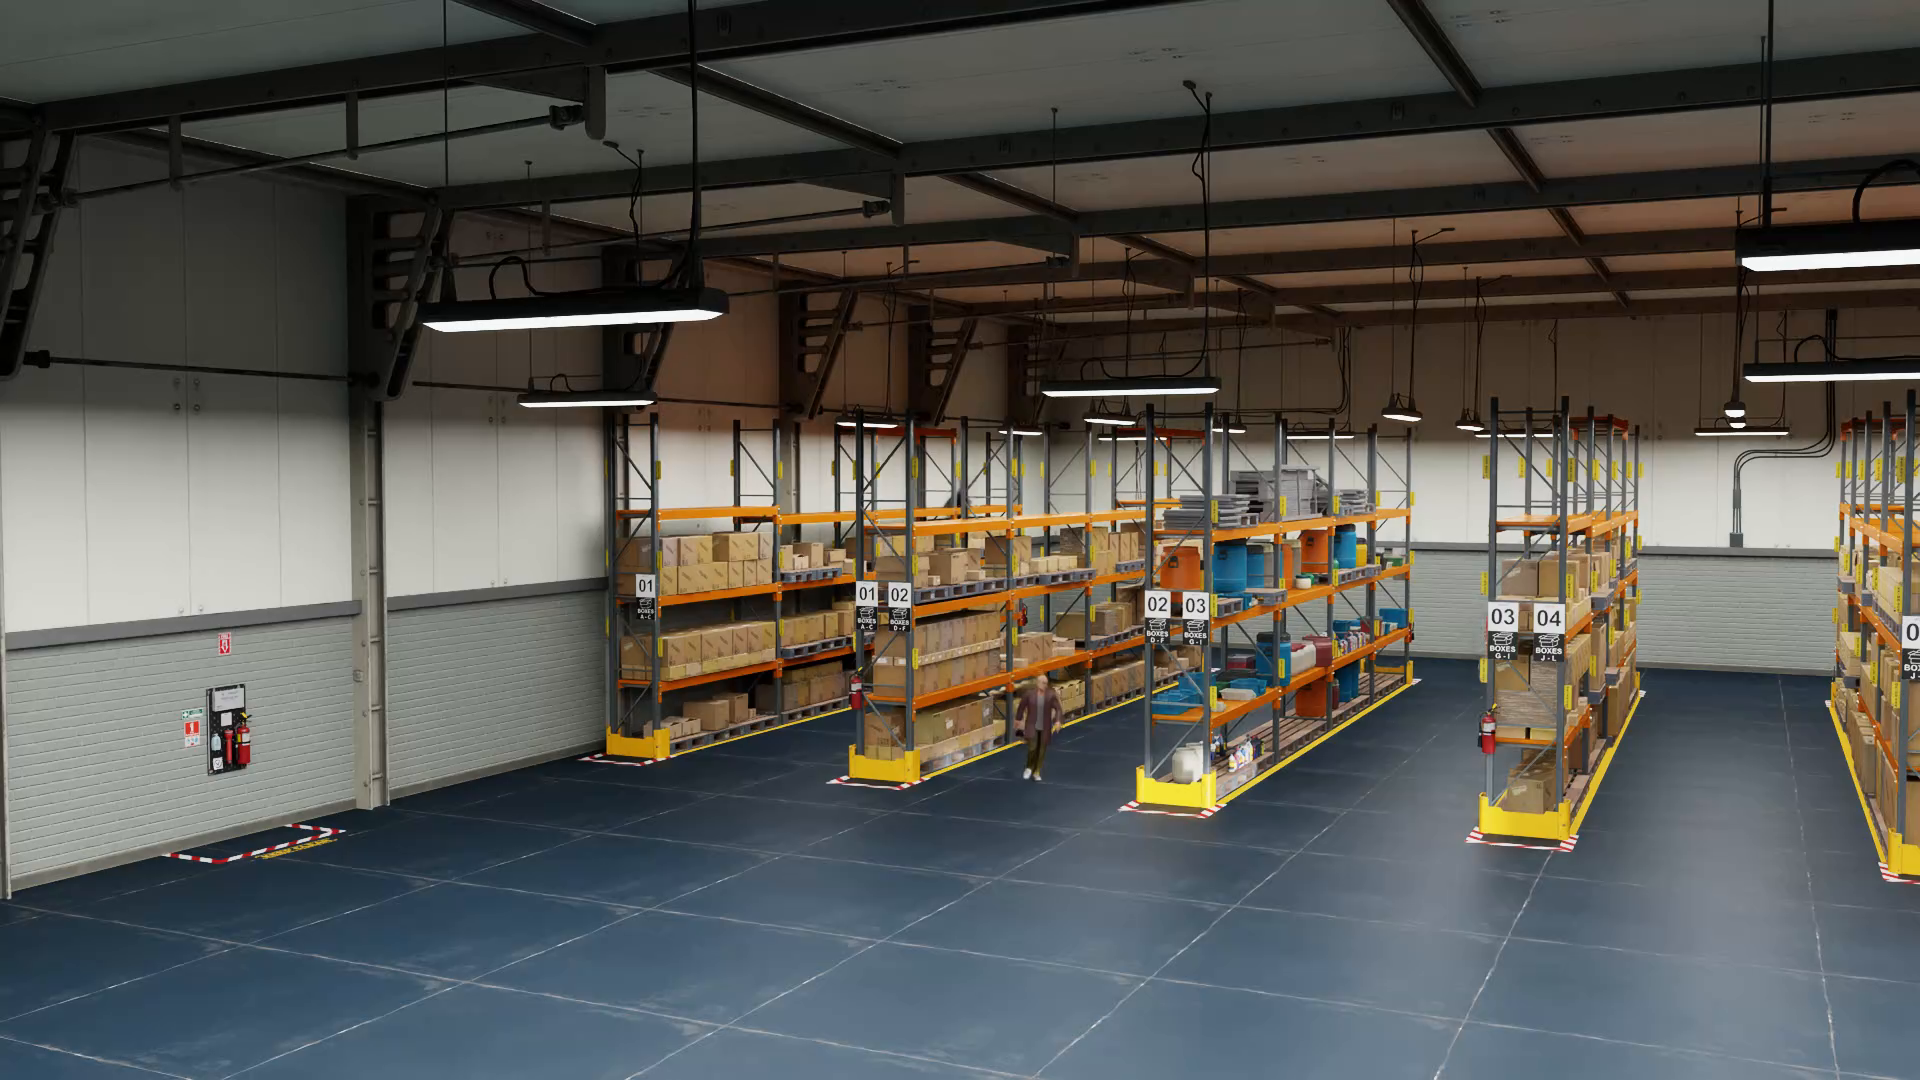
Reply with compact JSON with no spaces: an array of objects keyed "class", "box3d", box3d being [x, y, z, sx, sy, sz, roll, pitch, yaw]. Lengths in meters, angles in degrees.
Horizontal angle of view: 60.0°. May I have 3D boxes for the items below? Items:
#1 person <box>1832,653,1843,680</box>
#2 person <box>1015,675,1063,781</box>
[{"class":"person","box3d":[19.267,2.679,35.978,0.637,1.646,0.605,1,2,16]},{"class":"person","box3d":[1.278,3.009,26.516,0.705,1.731,0.816,0,2,-8]}]
